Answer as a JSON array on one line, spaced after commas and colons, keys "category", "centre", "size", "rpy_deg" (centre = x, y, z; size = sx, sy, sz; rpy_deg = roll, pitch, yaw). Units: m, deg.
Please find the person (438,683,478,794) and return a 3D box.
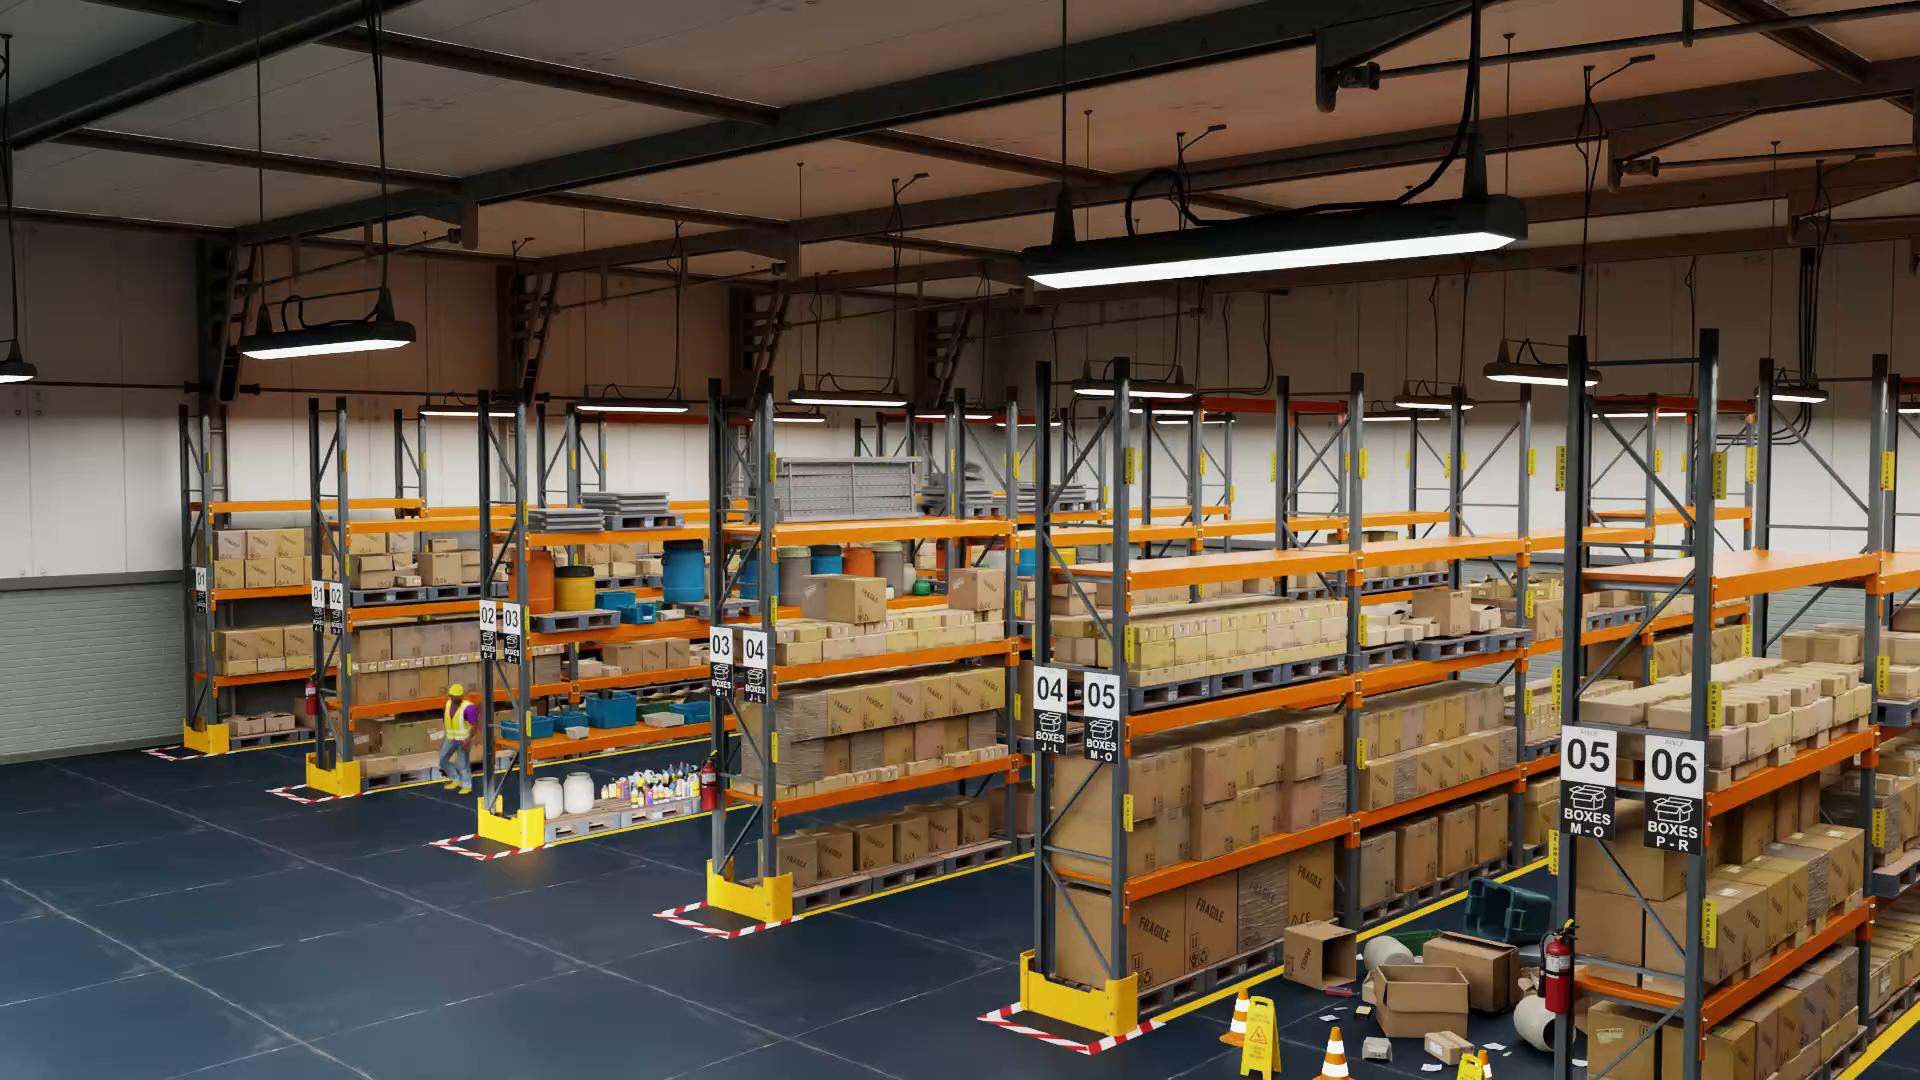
[{"category": "person", "centre": [-7.511, 2.984, 24.958], "size": [0.707, 1.714, 0.677], "rpy_deg": [1, 3, 17]}]
